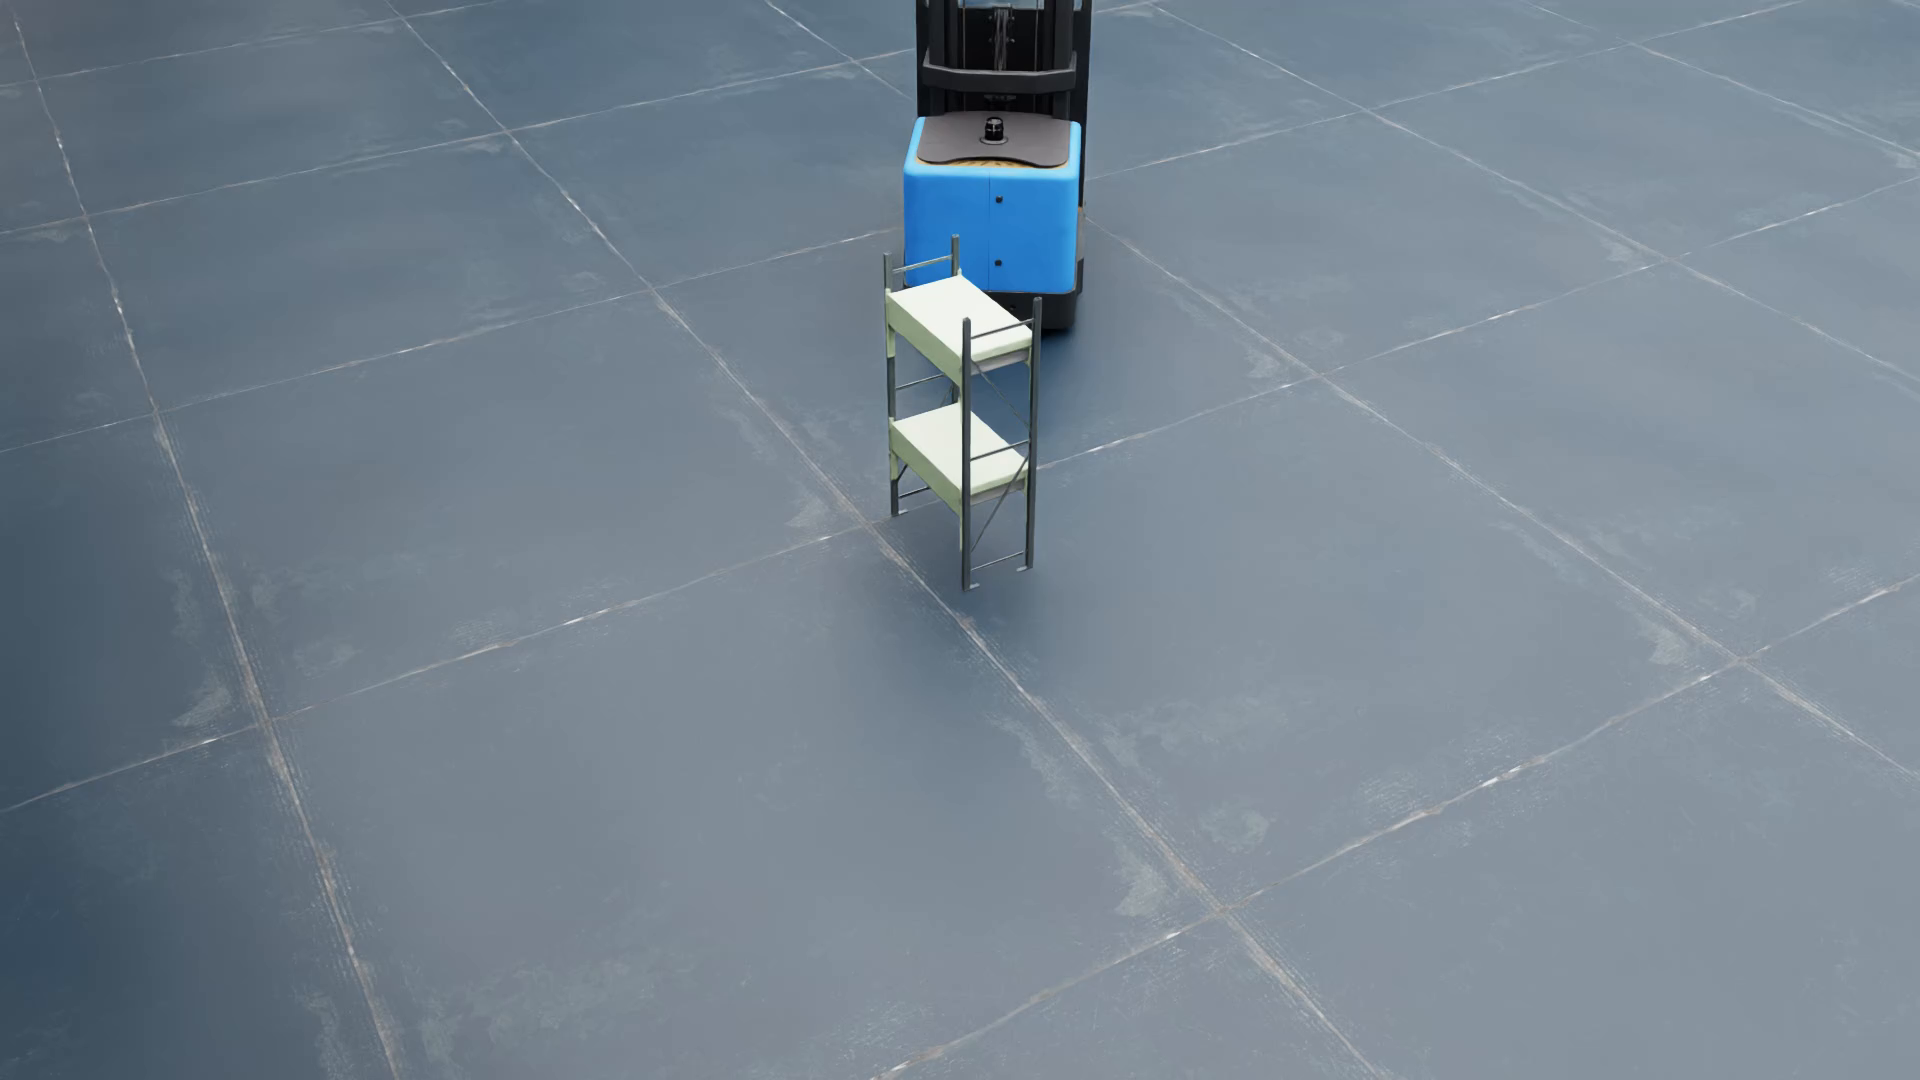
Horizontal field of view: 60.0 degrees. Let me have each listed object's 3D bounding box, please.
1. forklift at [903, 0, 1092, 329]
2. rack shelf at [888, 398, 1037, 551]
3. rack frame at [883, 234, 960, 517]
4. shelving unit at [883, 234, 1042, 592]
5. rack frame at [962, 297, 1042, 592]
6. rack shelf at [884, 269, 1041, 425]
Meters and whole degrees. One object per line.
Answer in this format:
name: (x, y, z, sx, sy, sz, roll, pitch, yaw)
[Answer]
forklift: (0.291, -3.318, 10.535, 1.130, 2.935, 3.031, 3, 36, 4)
rack shelf: (0.003, -0.339, 8.223, 0.431, 0.370, 0.720, -19, 40, -24)
rack frame: (-0.181, -0.789, 8.286, 0.400, 1.500, 0.023, -19, 40, -24)
shelving unit: (0.003, -0.602, 8.030, 0.431, 1.500, 0.755, -19, 40, -24)
rack frame: (0.187, -0.416, 7.775, 0.400, 1.500, 0.023, -19, 40, -24)
rack shelf: (0.003, -0.917, 7.800, 0.431, 0.370, 0.720, -19, 40, -24)
